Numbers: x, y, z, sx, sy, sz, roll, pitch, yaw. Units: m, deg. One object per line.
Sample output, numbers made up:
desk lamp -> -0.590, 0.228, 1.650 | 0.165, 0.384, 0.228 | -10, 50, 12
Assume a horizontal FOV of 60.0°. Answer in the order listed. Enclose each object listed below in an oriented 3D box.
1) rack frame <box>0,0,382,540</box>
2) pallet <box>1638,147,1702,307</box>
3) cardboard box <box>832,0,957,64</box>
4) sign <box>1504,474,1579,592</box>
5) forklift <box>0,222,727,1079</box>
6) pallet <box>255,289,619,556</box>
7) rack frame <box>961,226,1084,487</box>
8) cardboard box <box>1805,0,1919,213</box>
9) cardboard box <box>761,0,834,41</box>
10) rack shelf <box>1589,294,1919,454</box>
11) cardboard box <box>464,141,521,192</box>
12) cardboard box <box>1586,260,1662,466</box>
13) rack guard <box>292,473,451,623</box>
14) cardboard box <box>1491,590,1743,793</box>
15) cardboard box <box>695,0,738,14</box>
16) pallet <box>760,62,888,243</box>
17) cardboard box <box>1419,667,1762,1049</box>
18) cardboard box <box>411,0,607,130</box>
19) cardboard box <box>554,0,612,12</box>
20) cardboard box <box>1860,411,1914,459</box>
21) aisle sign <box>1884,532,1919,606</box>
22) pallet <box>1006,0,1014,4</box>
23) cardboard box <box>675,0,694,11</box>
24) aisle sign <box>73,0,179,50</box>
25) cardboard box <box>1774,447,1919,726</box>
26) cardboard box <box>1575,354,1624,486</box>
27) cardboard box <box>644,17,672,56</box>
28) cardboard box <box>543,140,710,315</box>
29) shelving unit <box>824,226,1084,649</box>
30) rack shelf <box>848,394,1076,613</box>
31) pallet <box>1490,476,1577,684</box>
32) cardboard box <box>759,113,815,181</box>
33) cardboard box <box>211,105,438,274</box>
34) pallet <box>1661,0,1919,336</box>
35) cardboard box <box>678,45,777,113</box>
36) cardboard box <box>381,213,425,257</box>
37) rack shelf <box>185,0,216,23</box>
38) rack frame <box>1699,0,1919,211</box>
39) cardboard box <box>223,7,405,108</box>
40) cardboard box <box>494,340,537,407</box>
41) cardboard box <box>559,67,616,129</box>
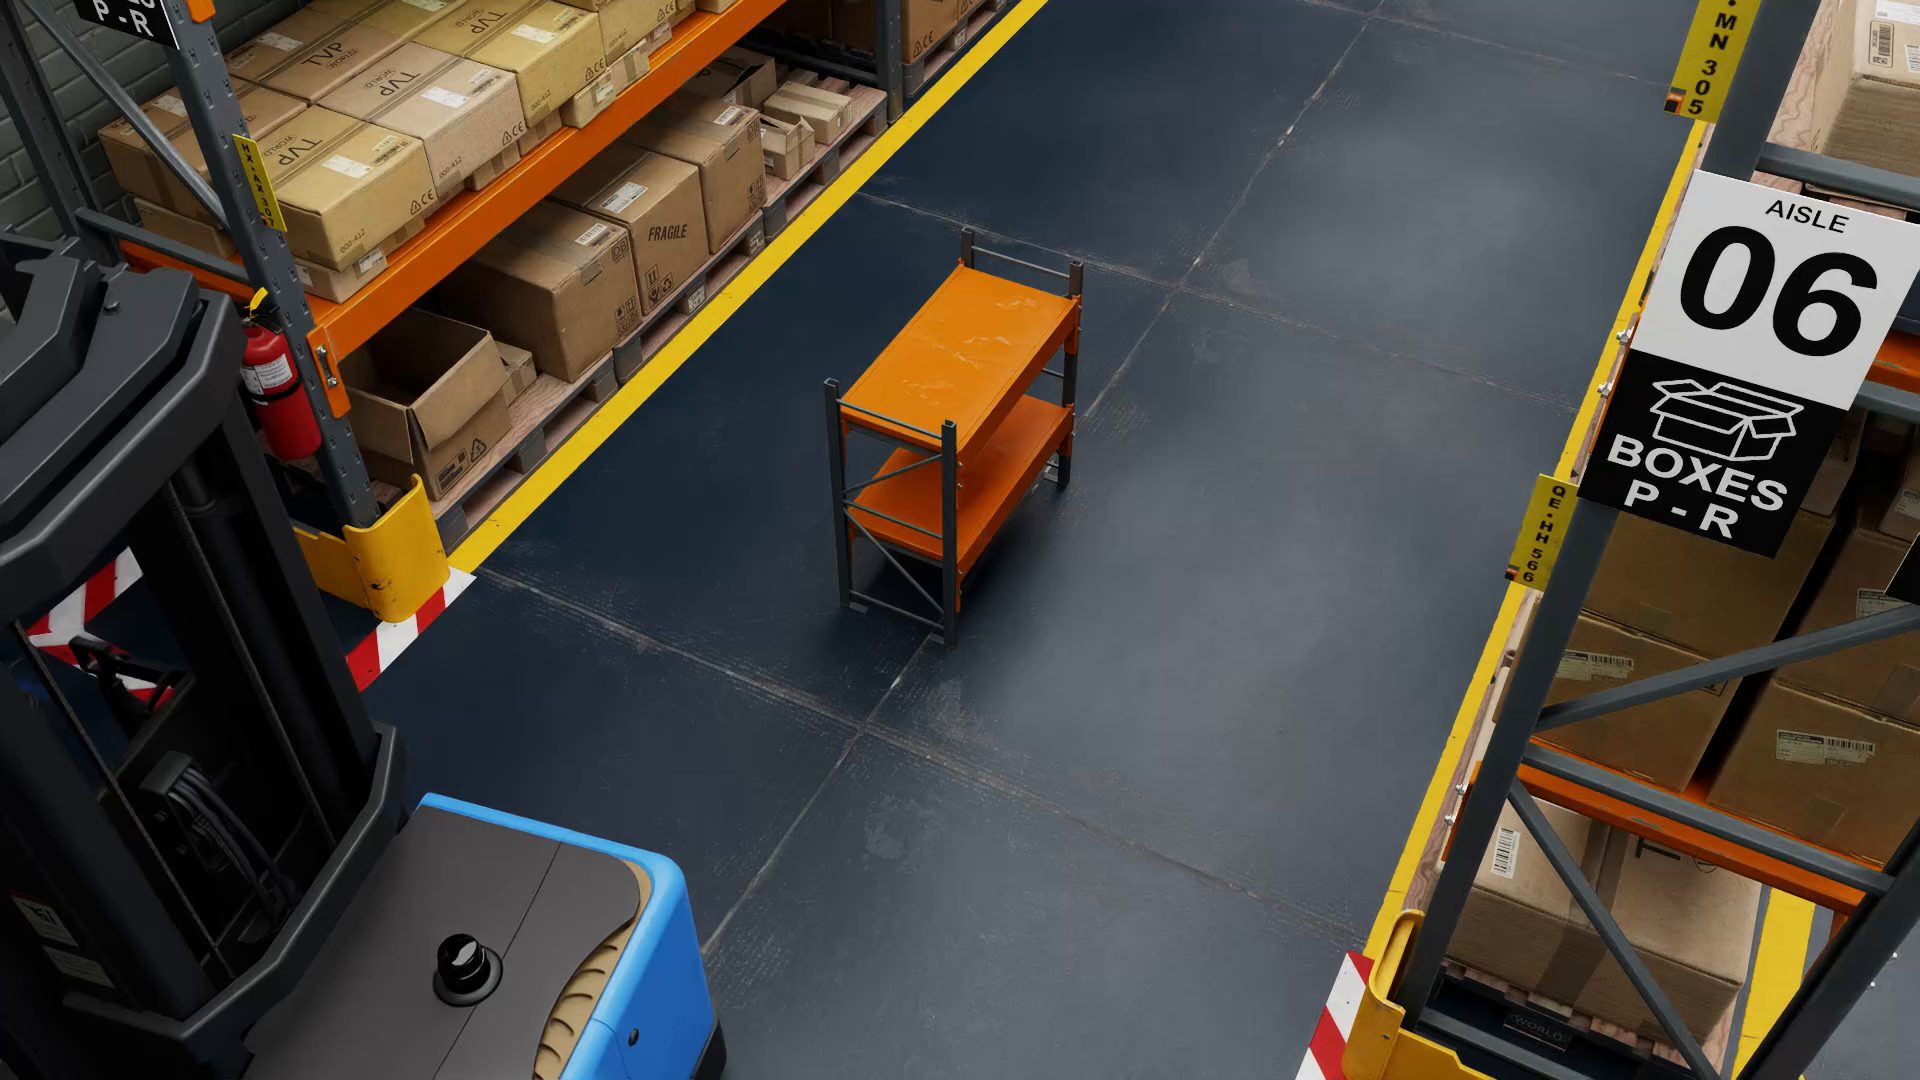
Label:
rack frame -> -2.635, -0.969, 5.599 | 1.000, 3.000, 0.127 | 20, 49, 19
pallet -> 3.911, -1.384, 7.969 | 1.003, 0.211, 1.213 | 20, 49, 19
cardboard box -> -0.355, -2.989, 9.057 | 0.500, 0.500, 0.500 | 22, 49, 21
sign -> 1.289, -0.011, 3.671 | 0.100, 0.325, 0.005 | 20, 49, 19
forklift -> -2.289, 0.598, 4.098 | 3.031, 2.935, 1.130 | 12, 47, 12
pallet -> -2.231, -0.540, 7.135 | 1.003, 0.211, 1.213 | 20, 49, 19
rack frame -> 0.233, -0.711, 6.662 | 0.500, 1.125, 0.032 | 20, 49, 19
cardboard box -> 1.892, -0.831, 3.093 | 0.500, 0.250, 0.500 | 16, 48, 15
cardboard box -> -0.812, -3.165, 9.231 | 0.500, 0.500, 0.500 | 20, 49, 19
rack shelf -> 2.691, -1.394, 4.416 | 1.077, 0.370, 4.000 | 20, 49, 19
cardboard box -> -1.900, -1.489, 6.289 | 0.380, 0.149, 0.250 | 22, 49, 20
cardboard box -> 1.992, -0.441, 4.303 | 0.500, 0.500, 0.500 | 21, 49, 19
rack guard -> -2.600, -0.139, 6.535 | 1.175, 0.500, 0.348 | 20, 49, 19
cardboard box -> 1.752, 0.241, 4.333 | 0.500, 0.500, 0.500 | 21, 49, 19
cardboard box -> -1.143, -2.447, 7.236 | 0.380, 0.149, 0.250 | 20, 49, 18
pallet -> -1.098, -2.077, 8.654 | 1.003, 0.211, 1.213 | 20, 49, 19
cardboard box -> 1.981, 0.971, 5.187 | 0.875, 0.438, 0.875 | 19, 48, 18
cardboard box -> -1.720, -1.856, 6.372 | 0.500, 0.250, 0.500 | 20, 49, 18
cardboard box -> -1.490, -2.427, 6.409 | 0.500, 0.500, 0.500 | 22, 49, 20
cardboard box -> 2.232, -0.268, 3.677 | 0.380, 0.149, 0.250 | 22, 49, 20
aisle sign -> 1.986, -0.106, 2.918 | 0.394, 0.787, 0.004 | 20, 49, 19
pallet -> 0.131, -3.805, 10.363 | 1.003, 0.211, 1.213 | 20, 49, 19
cardboard box -> -1.261, -2.509, 7.017 | 0.500, 0.250, 0.500 | 20, 49, 19
aisle sign -> -2.407, -1.743, 4.536 | 0.394, 0.787, 0.004 | 20, 49, 19
cardboard box -> 2.238, 0.072, 3.796 | 0.500, 0.500, 0.500 | 19, 48, 18
cardboard box -> 2.818, -0.175, 6.321 | 0.875, 0.438, 0.875 | 19, 48, 18
cardboard box -> -1.435, -2.151, 6.943 | 0.380, 0.149, 0.250 | 20, 49, 19
cardboard box -> -1.502, -1.418, 7.505 | 0.500, 0.500, 0.500 | 21, 49, 20
shelving unit -> -0.003, -0.391, 6.346 | 0.538, 1.125, 1.048 | 20, 49, 19
rack shelf -> -0.003, -0.219, 6.520 | 0.538, 0.278, 1.000 | 20, 49, 19
pallet -> 2.632, 0.352, 6.254 | 1.003, 0.211, 1.213 | 20, 49, 19
cardboard box -> -0.943, -2.003, 8.248 | 0.396, 0.266, 0.258 | 22, 49, 20
cardboard box -> -2.186, -1.218, 5.741 | 0.500, 0.250, 0.500 | 21, 49, 19
pallet -> 2.098, -0.827, 3.412 | 1.003, 0.211, 1.213 | 20, 49, 19
cardboard box -> -1.294, -2.354, 8.562 | 0.500, 0.311, 0.500 | 22, 49, 20
cardboard box -> -2.163, -1.173, 5.977 | 0.380, 0.149, 0.250 | 22, 49, 20
rack shelf -> -1.707, -3.031, 6.033 | 1.077, 0.370, 4.000 | 20, 49, 19
rack frame -> 1.763, -1.442, 1.848 | 1.000, 3.000, 0.127 | 20, 49, 19
cardboard box -> -2.416, -1.723, 6.240 | 0.500, 0.250, 0.500 | 21, 49, 19
cardboard box -> -2.036, -0.724, 7.065 | 0.380, 0.149, 0.250 | 19, 48, 18
cardboard box -> -1.598, -1.793, 6.589 | 0.380, 0.149, 0.250 | 19, 48, 18
